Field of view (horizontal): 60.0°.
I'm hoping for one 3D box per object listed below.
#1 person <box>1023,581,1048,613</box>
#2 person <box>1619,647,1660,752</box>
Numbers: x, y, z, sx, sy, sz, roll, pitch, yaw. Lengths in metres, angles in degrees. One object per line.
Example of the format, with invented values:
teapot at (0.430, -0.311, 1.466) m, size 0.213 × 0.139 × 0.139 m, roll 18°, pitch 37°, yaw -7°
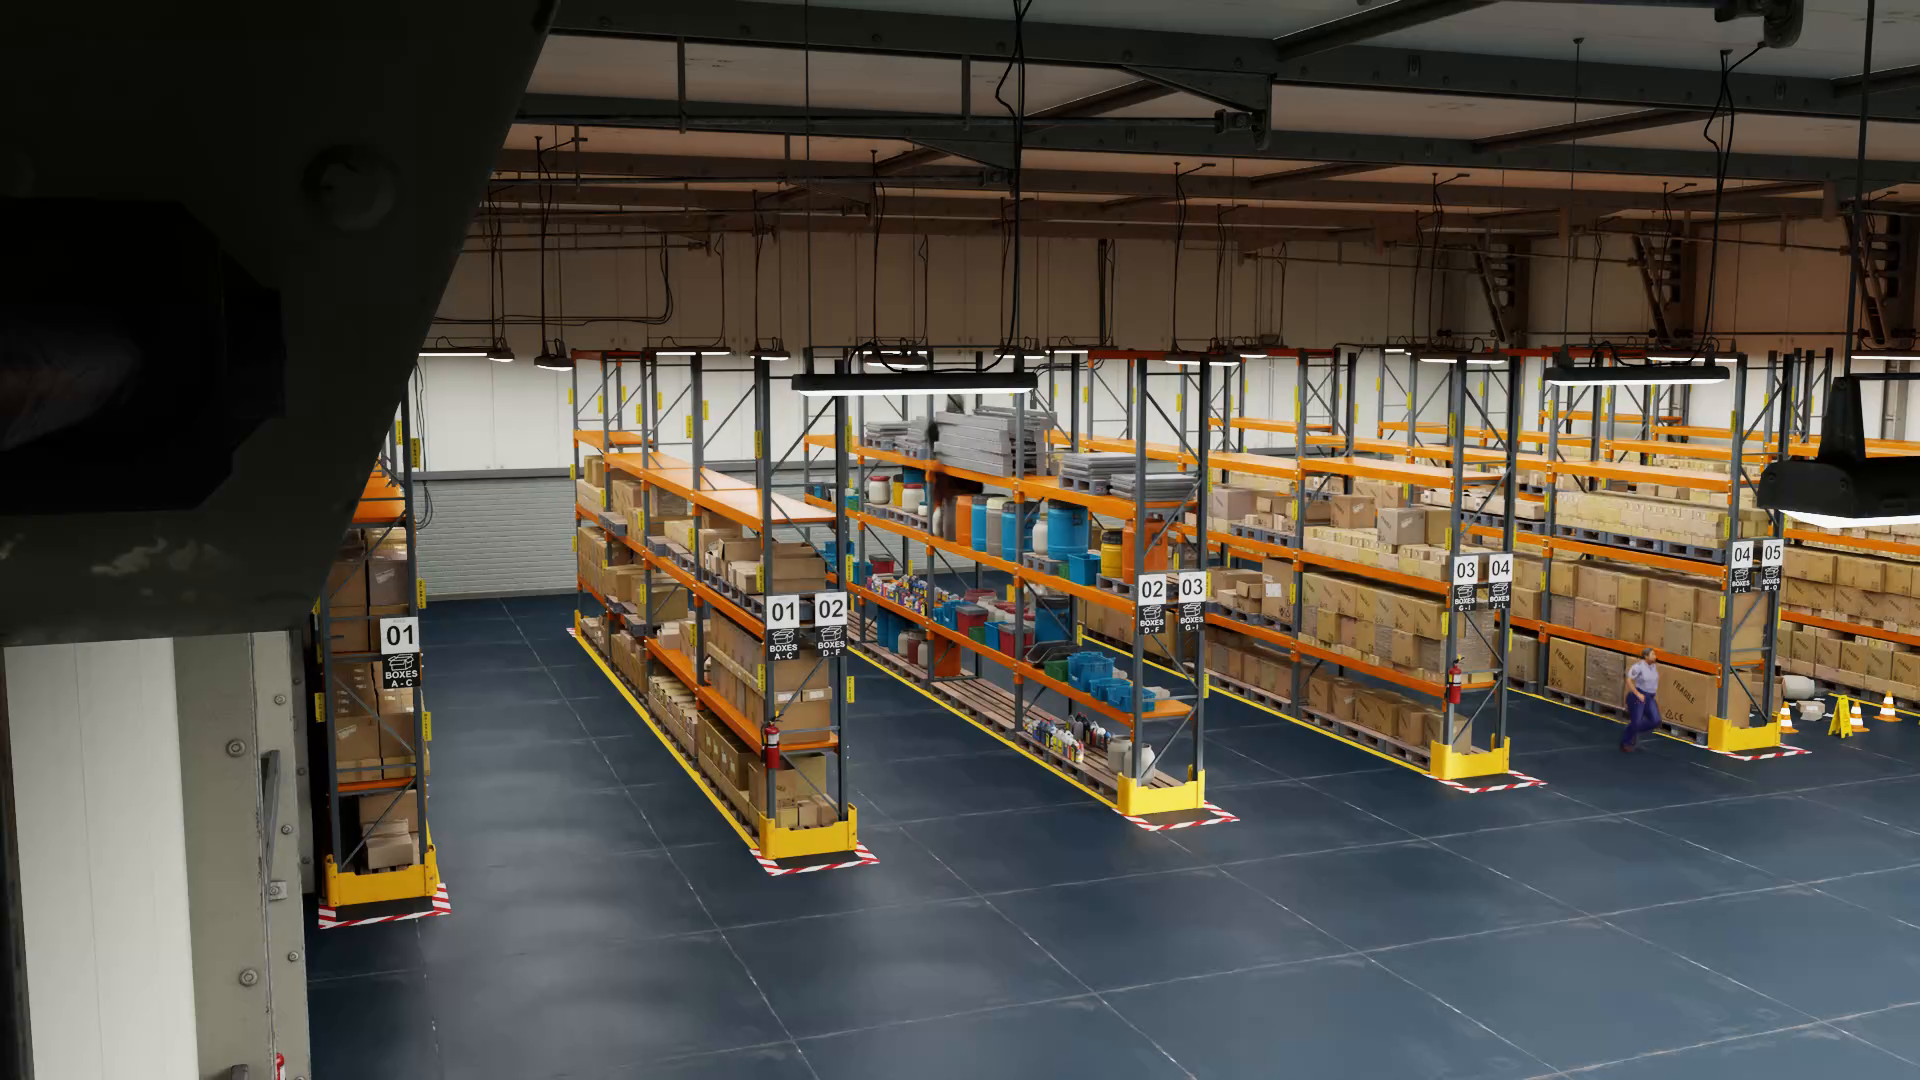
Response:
person at (1.439, 1.396, 31.187) m, size 0.505 × 1.637 × 0.654 m, roll -5°, pitch 9°, yaw -37°
person at (10.404, 2.419, 25.242) m, size 0.665 × 1.579 × 0.502 m, roll -3°, pitch 8°, yaw -25°
